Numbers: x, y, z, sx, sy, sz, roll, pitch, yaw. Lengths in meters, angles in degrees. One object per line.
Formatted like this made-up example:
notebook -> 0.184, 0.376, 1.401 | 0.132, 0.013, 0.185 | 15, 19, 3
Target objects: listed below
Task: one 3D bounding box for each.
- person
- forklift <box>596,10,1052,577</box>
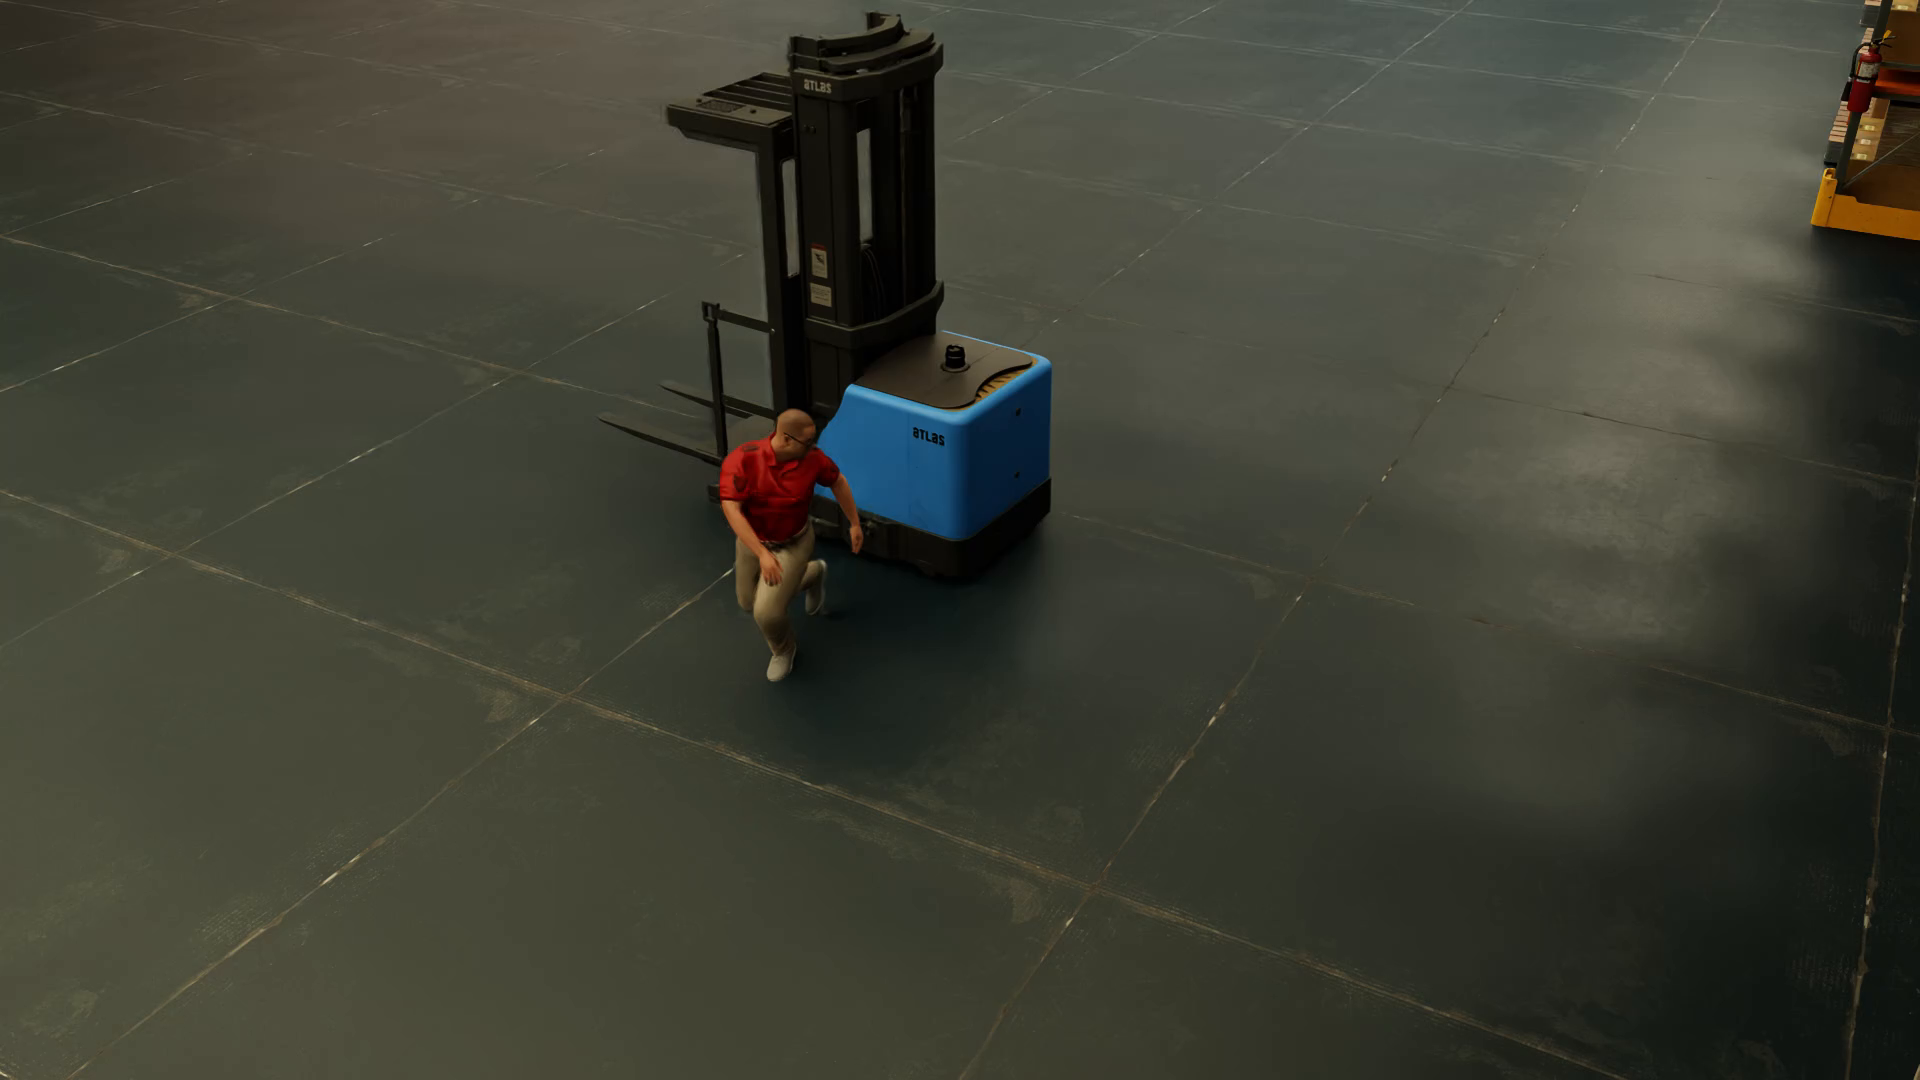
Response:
person -> -0.864, -0.031, 8.613 | 0.636, 1.509, 0.896 | 6, 31, 11
forklift -> -0.957, -1.611, 9.862 | 3.031, 2.935, 1.130 | 18, 35, 29
